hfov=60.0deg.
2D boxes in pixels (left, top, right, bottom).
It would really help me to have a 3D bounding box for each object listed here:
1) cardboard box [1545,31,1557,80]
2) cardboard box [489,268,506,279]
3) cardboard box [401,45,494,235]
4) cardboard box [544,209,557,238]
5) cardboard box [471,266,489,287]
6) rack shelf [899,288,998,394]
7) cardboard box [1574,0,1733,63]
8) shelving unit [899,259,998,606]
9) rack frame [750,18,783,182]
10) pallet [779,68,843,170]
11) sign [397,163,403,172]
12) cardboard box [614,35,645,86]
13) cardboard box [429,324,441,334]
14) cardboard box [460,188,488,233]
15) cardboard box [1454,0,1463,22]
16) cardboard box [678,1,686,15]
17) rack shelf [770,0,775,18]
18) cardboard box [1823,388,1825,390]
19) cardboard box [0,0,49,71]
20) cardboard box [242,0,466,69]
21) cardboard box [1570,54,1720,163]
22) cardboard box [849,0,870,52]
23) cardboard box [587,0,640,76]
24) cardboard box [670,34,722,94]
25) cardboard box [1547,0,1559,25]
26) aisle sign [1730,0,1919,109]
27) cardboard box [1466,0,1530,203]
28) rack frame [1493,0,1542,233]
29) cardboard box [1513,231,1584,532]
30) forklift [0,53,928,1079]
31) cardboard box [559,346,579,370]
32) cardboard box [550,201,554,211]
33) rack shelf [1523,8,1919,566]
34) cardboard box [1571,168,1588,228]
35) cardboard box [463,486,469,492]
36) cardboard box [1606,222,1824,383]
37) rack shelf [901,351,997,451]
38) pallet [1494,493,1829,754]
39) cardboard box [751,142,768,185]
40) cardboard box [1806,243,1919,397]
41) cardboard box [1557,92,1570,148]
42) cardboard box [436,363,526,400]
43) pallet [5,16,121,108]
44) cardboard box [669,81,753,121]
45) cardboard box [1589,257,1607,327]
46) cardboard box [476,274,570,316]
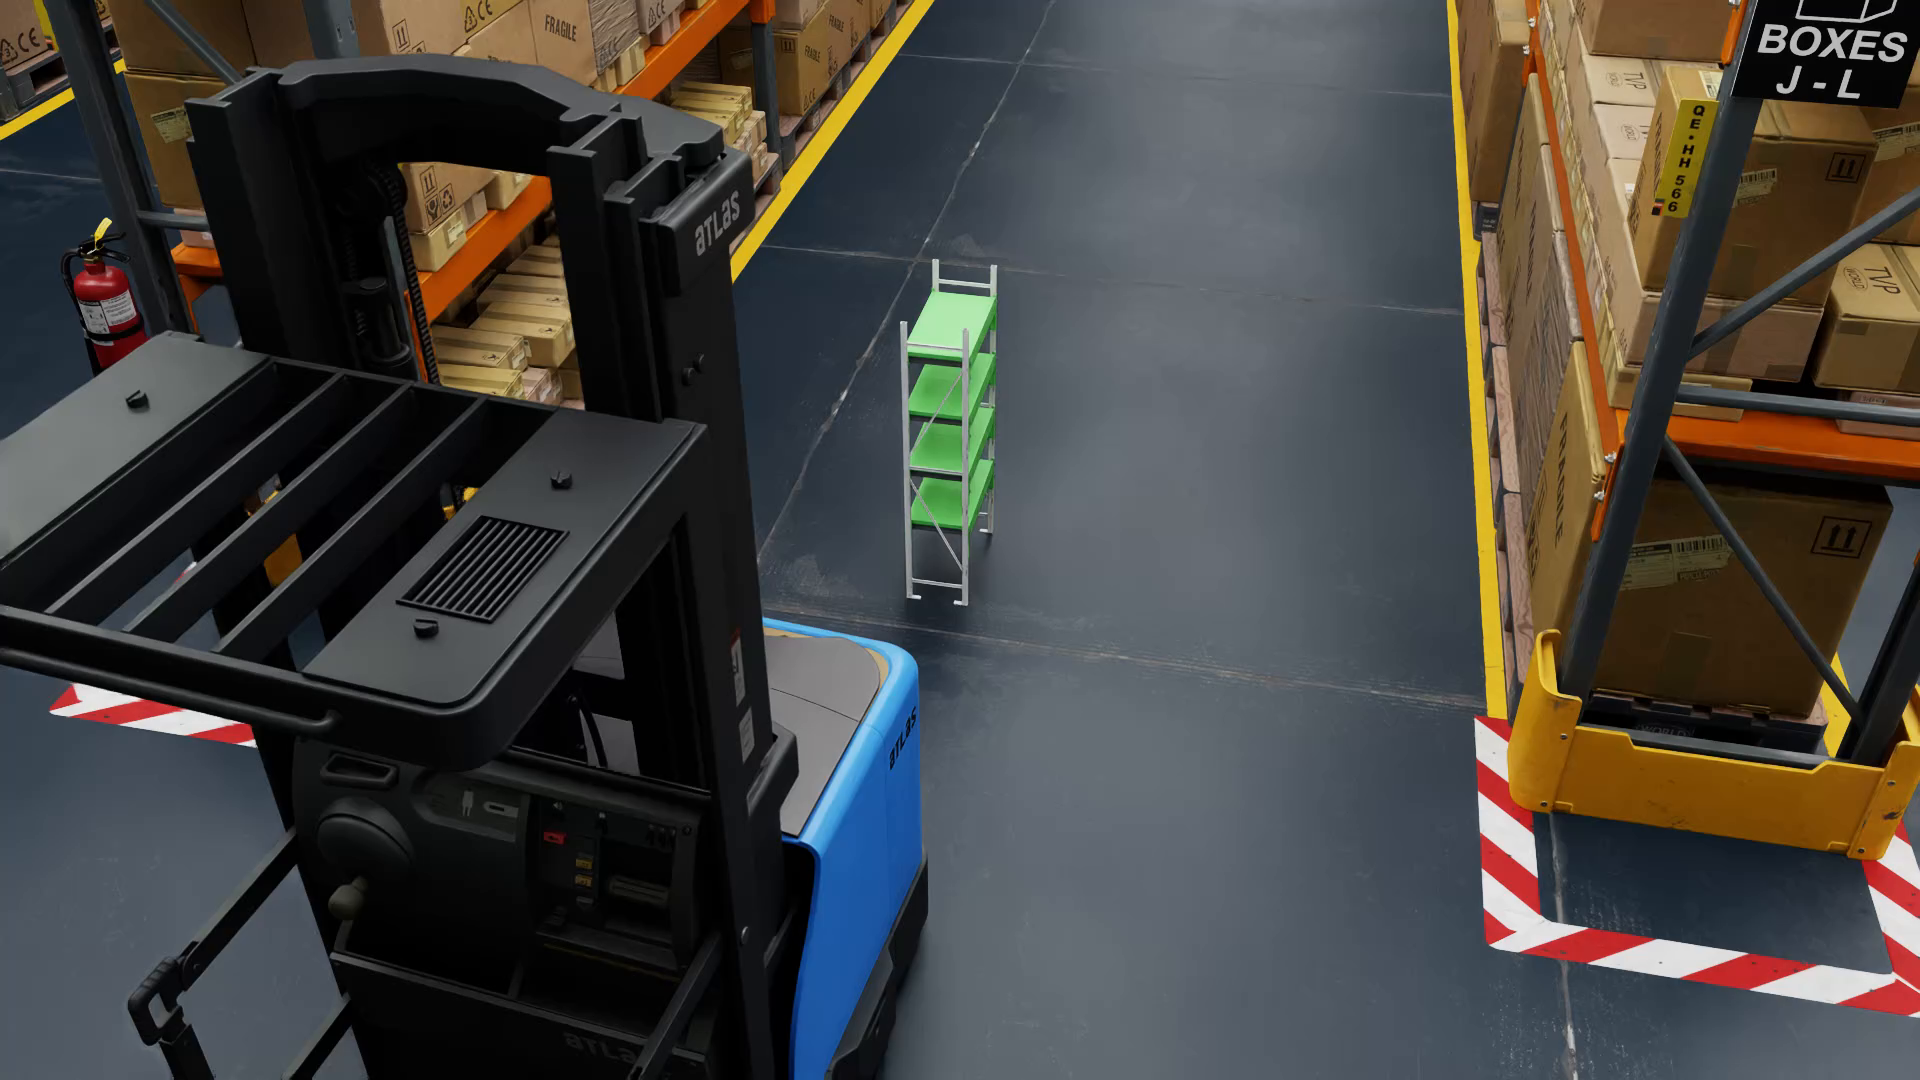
[{"bbox_3d":[2.798,-2.126,7.341,0.380,0.149,0.250,8,37,11],"label":"cardboard box"},{"bbox_3d":[-2.266,-1.259,7.749,0.380,0.149,0.250,9,37,12],"label":"cardboard box"},{"bbox_3d":[-2.015,-1.427,5.824,0.500,0.500,0.500,9,37,12],"label":"cardboard box"},{"bbox_3d":[-1.715,-1.471,7.788,0.380,0.149,0.250,7,37,10],"label":"cardboard box"},{"bbox_3d":[-2.354,-1.238,7.467,0.380,0.149,0.250,9,37,12],"label":"cardboard box"},{"bbox_3d":[-0.035,-0.728,6.023,0.258,0.148,0.480,7,37,10],"label":"rack shelf"},{"bbox_3d":[2.727,-2.198,6.461,0.500,0.500,0.500,6,36,8],"label":"cardboard box"},{"bbox_3d":[-0.035,-0.391,6.267,0.258,1.200,0.503,7,37,10],"label":"shelving unit"},{"bbox_3d":[-1.526,-3.337,8.798,1.000,3.000,0.127,7,37,10],"label":"rack frame"},{"bbox_3d":[-1.361,-2.654,10.232,1.003,0.211,1.213,7,37,10],"label":"pallet"},{"bbox_3d":[-1.850,-1.326,5.286,0.100,0.325,0.005,7,37,10],"label":"sign"},{"bbox_3d":[-1.622,-2.137,7.356,0.380,0.149,0.250,8,37,11],"label":"cardboard box"},{"bbox_3d":[-2.437,-0.816,7.138,0.380,0.149,0.250,6,36,8],"label":"cardboard box"},{"bbox_3d":[-1.977,-1.238,6.115,0.380,0.149,0.250,9,37,12],"label":"cardboard box"},{"bbox_3d":[3.985,-3.867,10.982,1.225,0.875,0.875,6,36,8],"label":"cardboard box"},{"bbox_3d":[-1.544,-2.596,7.989,0.380,0.149,0.250,6,36,9],"label":"cardboard box"},{"bbox_3d":[-1.099,-4.192,10.591,1.077,0.370,4.000,7,37,10],"label":"rack shelf"},{"bbox_3d":[2.895,-0.572,5.197,0.380,0.149,0.250,7,36,9],"label":"cardboard box"},{"bbox_3d":[-6.329,-3.574,10.578,0.875,0.875,0.875,8,37,11],"label":"cardboard box"},{"bbox_3d":[-2.025,-1.833,5.533,0.500,0.500,0.500,7,37,10],"label":"cardboard box"},{"bbox_3d":[2.612,-1.616,6.298,0.500,0.250,0.500,7,37,10],"label":"cardboard box"},{"bbox_3d":[-0.899,-3.491,10.782,0.500,0.500,0.500,8,37,11],"label":"cardboard box"},{"bbox_3d":[-1.705,-2.309,7.042,0.500,0.500,0.500,6,36,9],"label":"cardboard box"},{"bbox_3d":[-1.614,-2.950,10.037,0.500,0.500,0.500,7,36,9],"label":"cardboard box"},{"bbox_3d":[2.942,-2.480,7.490,0.500,0.250,0.500,7,36,9],"label":"cardboard box"},{"bbox_3d":[2.135,-1.413,3.928,0.394,0.787,0.004,7,37,10],"label":"aisle sign"},{"bbox_3d":[3.415,-2.336,8.870,1.225,0.875,0.875,7,37,10],"label":"cardboard box"},{"bbox_3d":[3.298,-2.657,7.860,1.000,3.000,0.127,7,37,10],"label":"rack frame"},{"bbox_3d":[2.696,-0.572,6.436,0.875,0.875,0.875,7,37,10],"label":"cardboard box"},{"bbox_3d":[-1.029,0.713,3.268,1.130,2.935,3.031,11,37,14],"label":"forklift"},{"bbox_3d":[-1.777,-0.883,7.230,0.380,0.149,0.250,8,37,11],"label":"cardboard box"},{"bbox_3d":[-2.070,-1.665,8.056,0.380,0.149,0.250,6,36,8],"label":"cardboard box"},{"bbox_3d":[2.871,-1.219,6.489,1.077,0.370,4.000,7,37,10],"label":"rack shelf"},{"bbox_3d":[2.470,-1.242,6.122,0.380,0.149,0.250,7,37,10],"label":"cardboard box"},{"bbox_3d":[-1.956,-0.319,6.706,0.380,0.149,0.250,8,37,11],"label":"cardboard box"},{"bbox_3d":[2.288,-0.735,5.082,0.500,0.250,0.500,7,36,9],"label":"cardboard box"},{"bbox_3d":[-0.035,-0.534,6.164,0.258,0.148,0.480,7,37,10],"label":"rack shelf"},{"bbox_3d":[2.538,0.297,6.160,1.003,0.211,1.213,7,37,10],"label":"pallet"},{"bbox_3d":[-1.277,-2.085,9.142,0.380,0.149,0.250,8,37,11],"label":"cardboard box"},{"bbox_3d":[2.810,-0.665,4.986,0.500,0.250,0.500,6,36,9],"label":"cardboard box"},{"bbox_3d":[2.633,-1.684,6.732,0.380,0.149,0.250,8,37,11],"label":"cardboard box"},{"bbox_3d":[-1.937,-0.558,6.528,0.380,0.149,0.250,6,36,8],"label":"cardboard box"},{"bbox_3d":[-6.292,-3.222,11.016,1.003,0.211,1.213,7,37,10],"label":"pallet"},{"bbox_3d":[-1.348,-2.357,9.010,0.380,0.149,0.250,8,37,11],"label":"cardboard box"},{"bbox_3d":[2.307,-0.801,5.514,0.380,0.149,0.250,7,37,10],"label":"cardboard box"},{"bbox_3d":[-1.844,-1.012,7.155,0.380,0.149,0.250,6,36,8],"label":"cardboard box"}]
